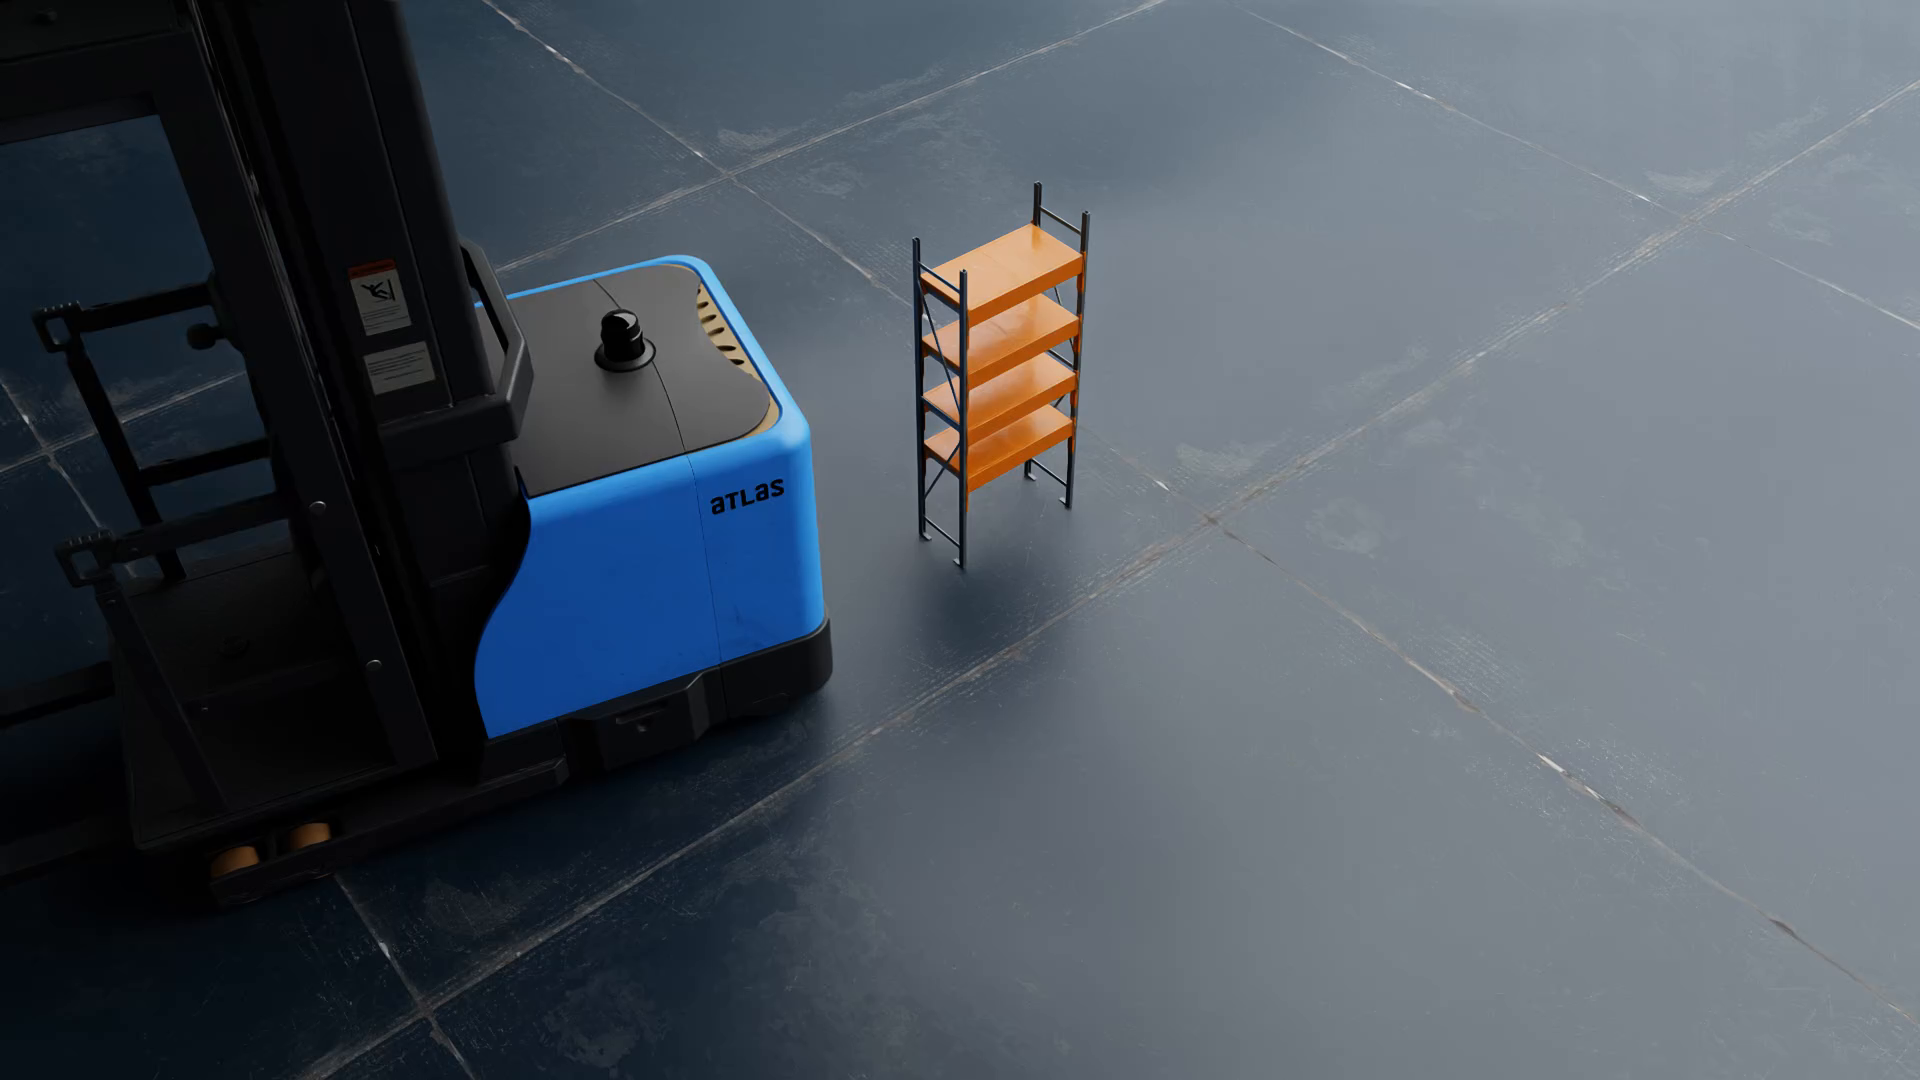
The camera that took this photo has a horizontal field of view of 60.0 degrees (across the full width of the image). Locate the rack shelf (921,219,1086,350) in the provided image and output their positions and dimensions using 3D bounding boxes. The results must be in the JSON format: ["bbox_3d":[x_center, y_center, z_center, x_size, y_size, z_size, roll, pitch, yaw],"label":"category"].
[{"bbox_3d":[0.127,-0.796,5.148,0.480,0.148,0.258,-30,51,-28],"label":"rack shelf"}]

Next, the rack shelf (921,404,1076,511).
[{"bbox_3d":[0.127,-0.316,5.599,0.480,0.148,0.258,-30,51,-28],"label":"rack shelf"}]

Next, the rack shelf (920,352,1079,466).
[{"bbox_3d":[0.127,-0.461,5.463,0.480,0.148,0.258,-30,51,-28],"label":"rack shelf"}]

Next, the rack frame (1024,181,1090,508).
[{"bbox_3d":[0.314,-0.617,5.531,0.015,1.200,0.240,-30,51,-28],"label":"rack frame"}]

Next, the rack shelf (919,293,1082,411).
[{"bbox_3d":[0.127,-0.624,5.310,0.480,0.148,0.258,-30,51,-28],"label":"rack shelf"}]

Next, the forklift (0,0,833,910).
[{"bbox_3d":[-1.958,-0.465,4.104,3.031,2.935,1.130,-18,46,-18],"label":"forklift"}]

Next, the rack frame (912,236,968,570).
[{"bbox_3d":[-0.060,-0.403,5.303,0.015,1.200,0.240,-30,51,-28],"label":"rack frame"}]

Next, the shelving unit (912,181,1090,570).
[{"bbox_3d":[0.127,-0.510,5.417,0.503,1.200,0.258,-30,51,-28],"label":"shelving unit"}]
